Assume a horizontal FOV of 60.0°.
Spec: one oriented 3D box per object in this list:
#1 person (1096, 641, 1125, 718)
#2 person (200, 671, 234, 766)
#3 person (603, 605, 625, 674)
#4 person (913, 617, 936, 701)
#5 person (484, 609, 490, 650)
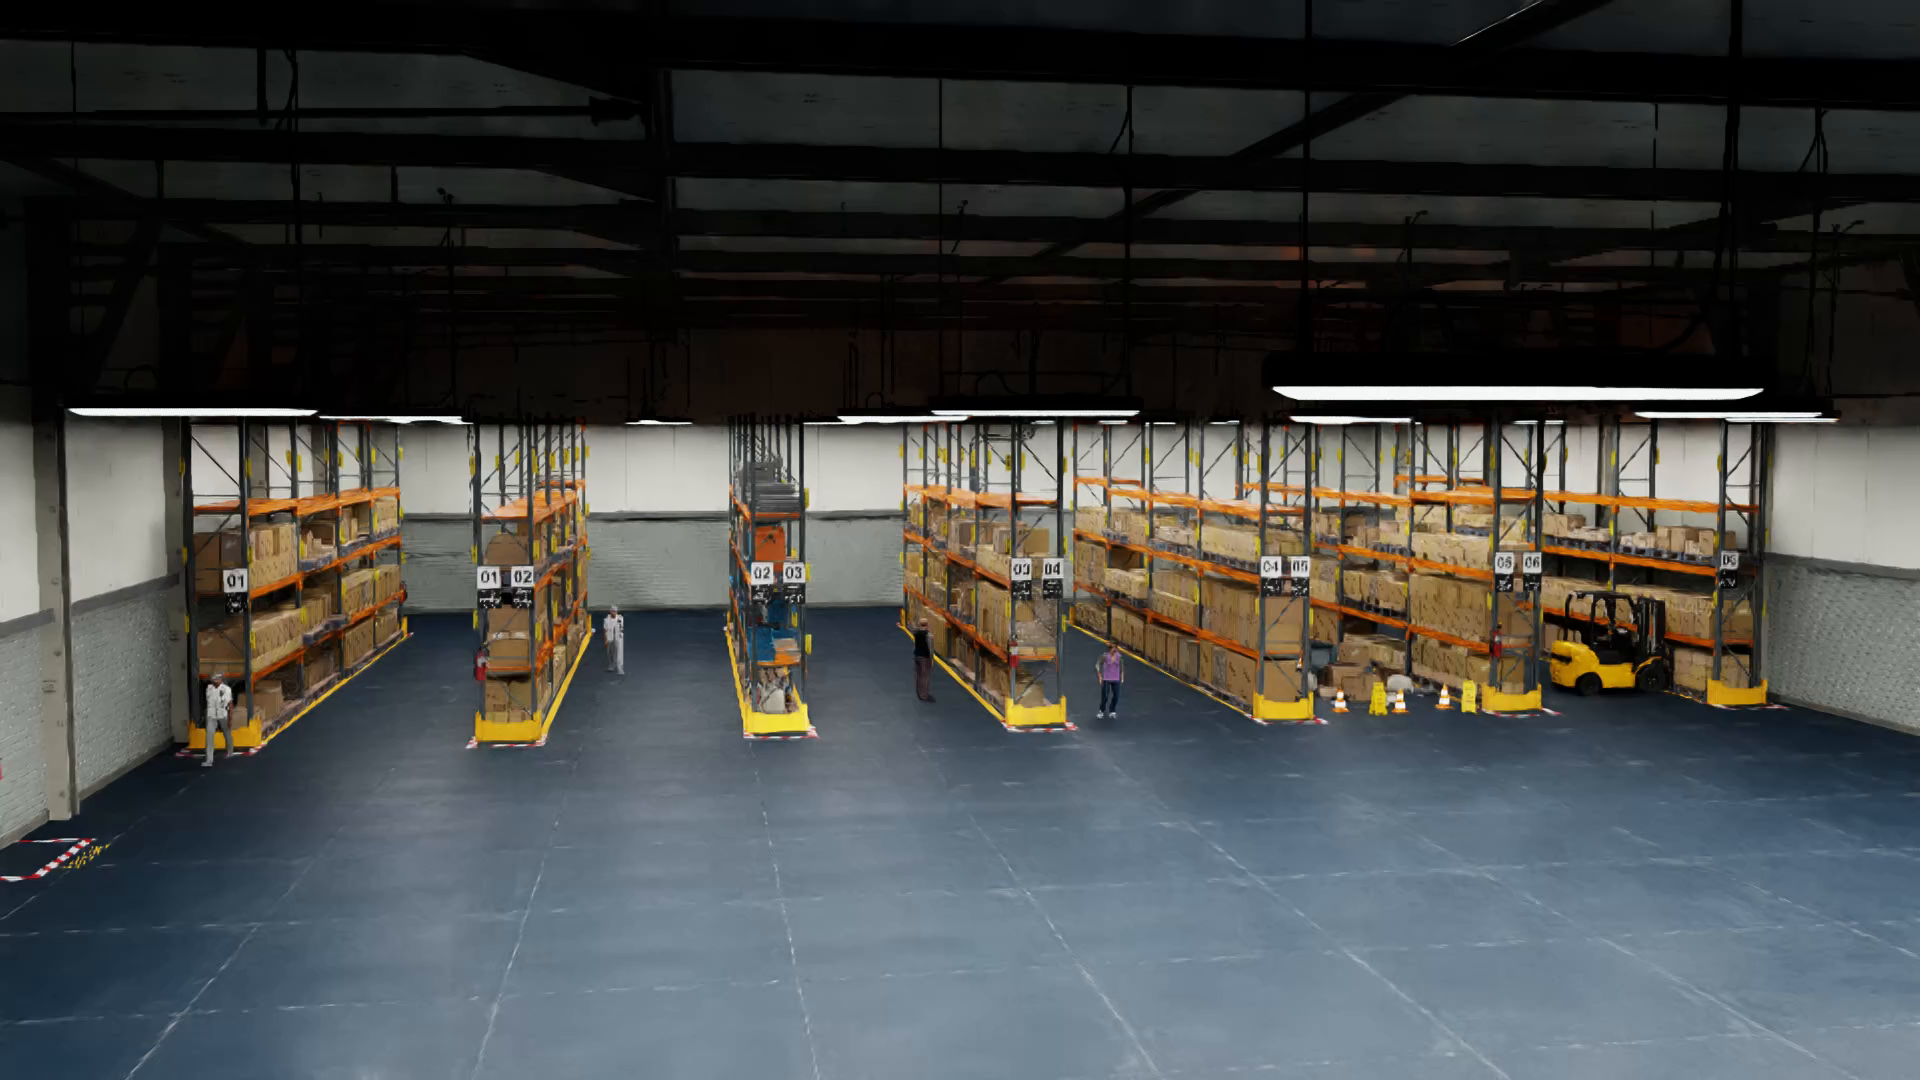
[{"bbox_3d":[2.949,2.743,32.652,0.566,1.532,0.519,-1,4,-12],"label":"person"},{"bbox_3d":[-12.584,2.990,28.250,0.445,1.587,1.081,-1,4,-11],"label":"person"},{"bbox_3d":[-8.045,2.288,38.669,0.497,1.580,1.091,-1,4,-12],"label":"person"},{"bbox_3d":[-0.724,2.479,34.824,0.446,1.730,0.586,-3,5,-41],"label":"person"},{"bbox_3d":[-12.166,2.051,42.745,0.417,1.503,1.037,0,4,-7],"label":"person"}]
